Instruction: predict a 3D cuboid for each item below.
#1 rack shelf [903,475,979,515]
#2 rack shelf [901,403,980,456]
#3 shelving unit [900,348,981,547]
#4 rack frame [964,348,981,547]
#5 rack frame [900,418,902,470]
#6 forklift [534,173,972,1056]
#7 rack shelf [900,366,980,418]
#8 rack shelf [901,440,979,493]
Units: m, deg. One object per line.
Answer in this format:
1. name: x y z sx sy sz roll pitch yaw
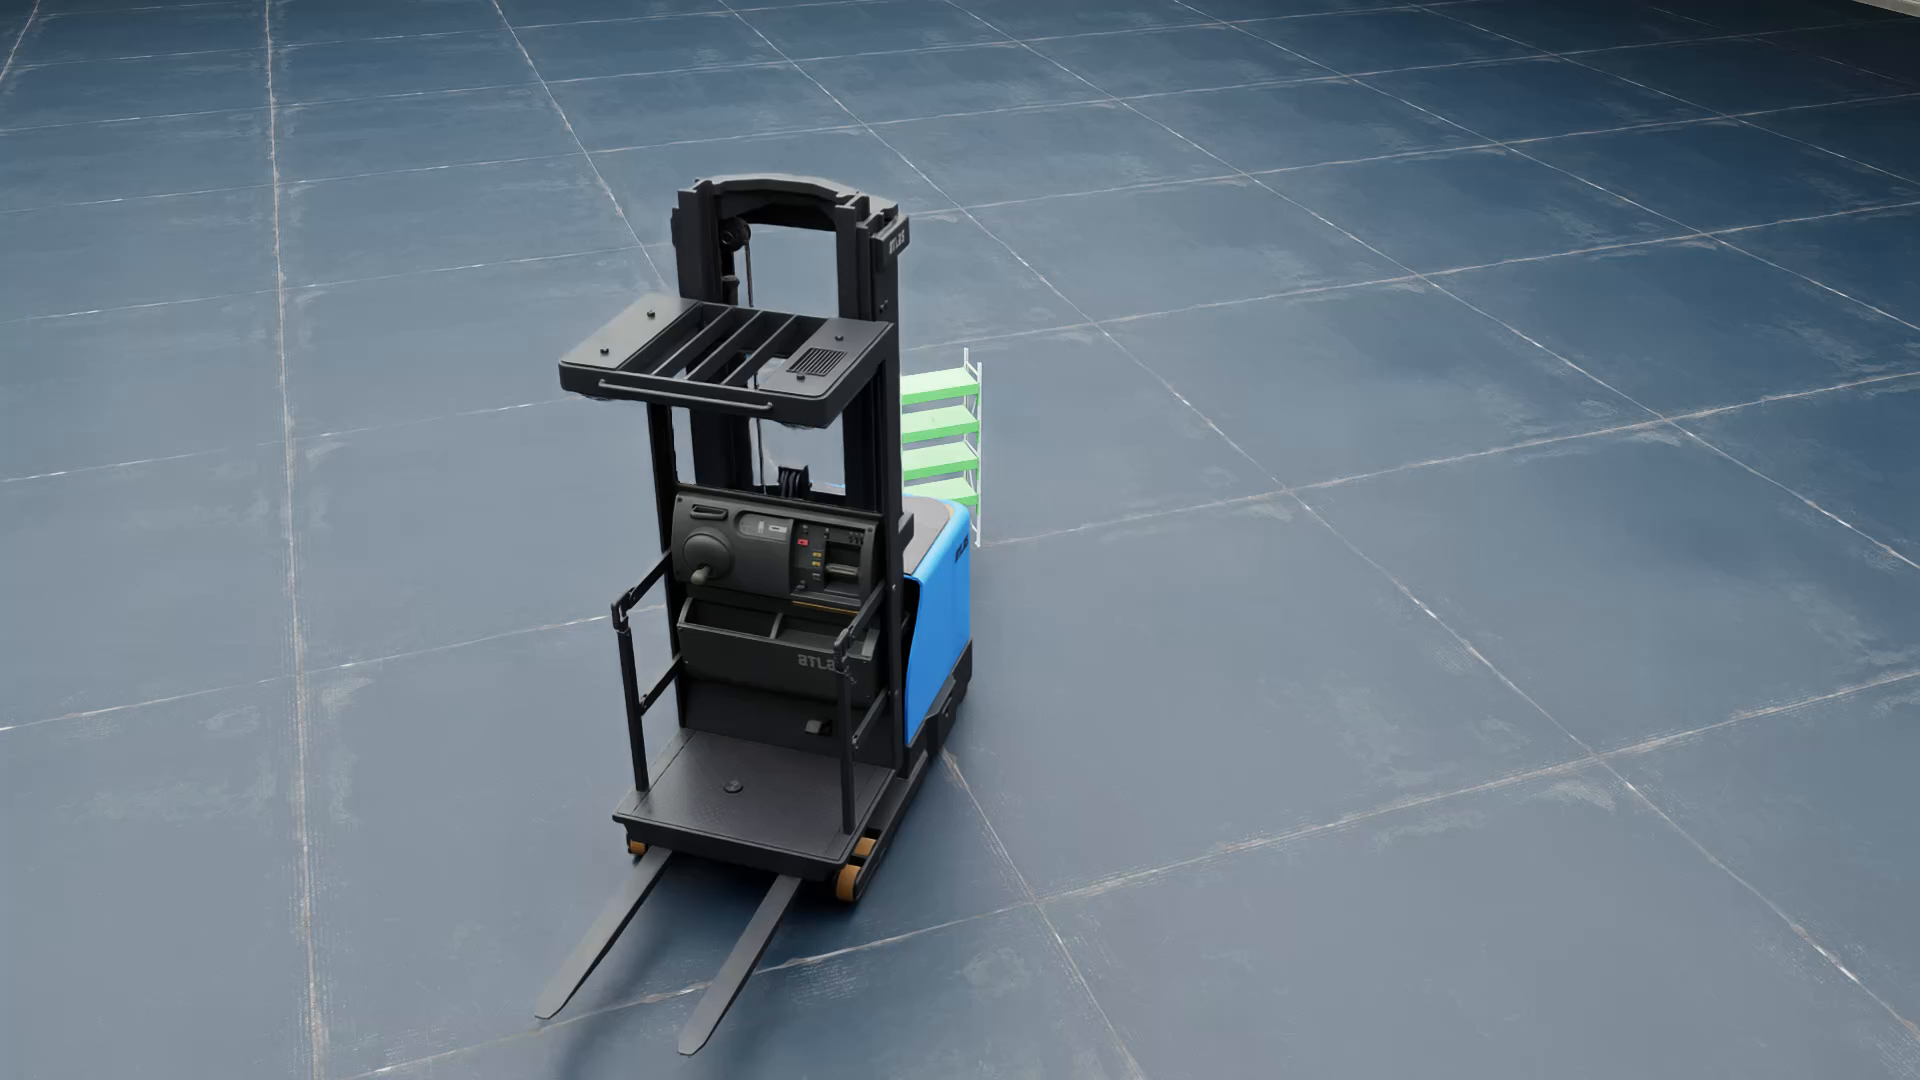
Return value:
1. rack shelf: -0.155 -0.229 9.904 0.480 0.148 0.258 -10 31 -18
2. rack shelf: -0.155 -0.646 9.666 0.480 0.148 0.258 -10 31 -18
3. shelving unit: -0.155 -0.493 9.753 0.503 1.200 0.258 -10 31 -18
4. rack frame: 0.074 -0.535 9.827 0.015 1.200 0.240 -10 31 -18
5. rack frame: -0.384 -0.451 9.679 0.015 1.200 0.240 -10 31 -18
6. forklift: -0.869 0.095 6.973 1.130 2.935 3.031 9 31 15
7. rack shelf: -0.155 -0.854 9.547 0.480 0.148 0.258 -10 31 -18
8. rack shelf: -0.155 -0.437 9.785 0.480 0.148 0.258 -10 31 -18
